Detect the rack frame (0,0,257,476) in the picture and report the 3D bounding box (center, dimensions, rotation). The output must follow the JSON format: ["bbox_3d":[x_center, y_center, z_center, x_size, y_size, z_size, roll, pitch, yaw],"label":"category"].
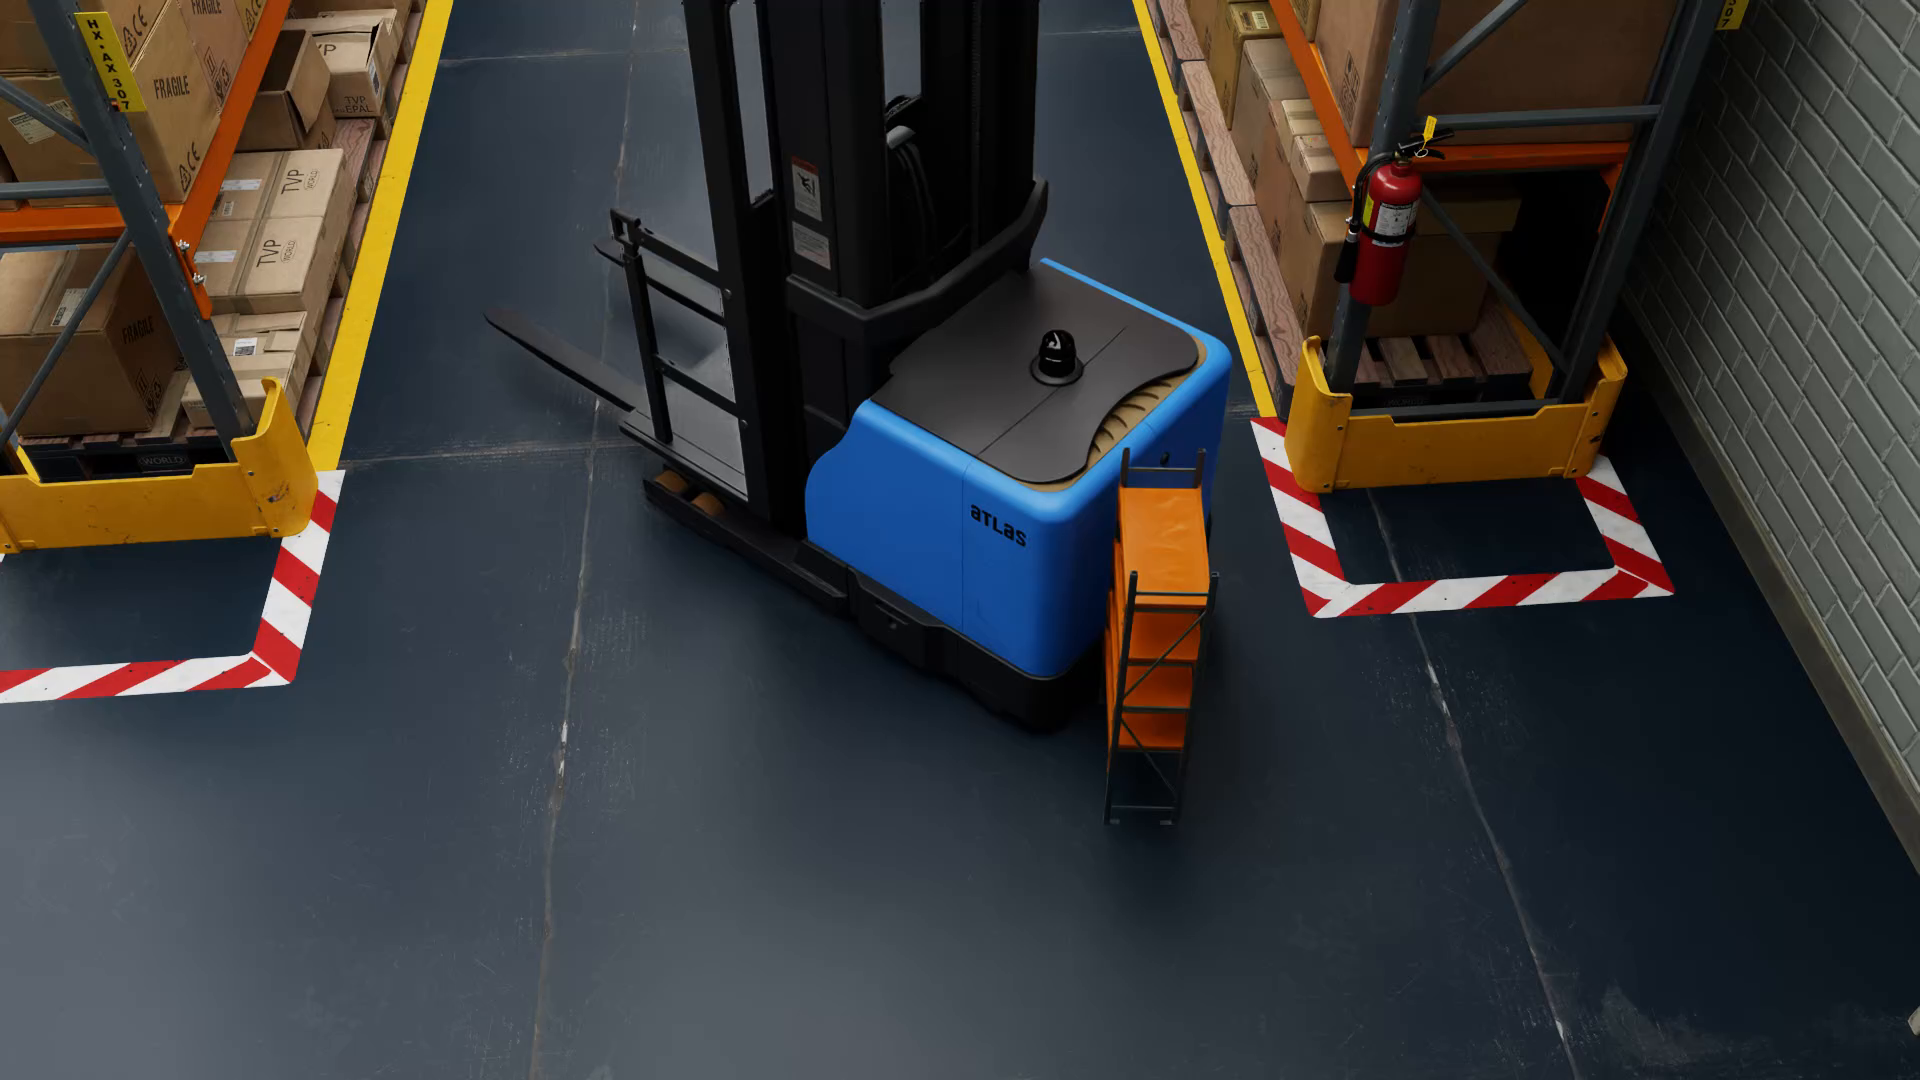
[{"bbox_3d":[-3.058,-1.081,5.208,1.000,3.000,0.127,-3,47,-3],"label":"rack frame"}]

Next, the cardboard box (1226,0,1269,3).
[{"bbox_3d":[1.394,-2.603,7.635,0.380,0.149,0.250,-5,47,-4],"label":"cardboard box"}]

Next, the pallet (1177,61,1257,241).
[{"bbox_3d":[1.634,-1.880,7.886,1.003,0.211,1.213,-3,47,-3],"label":"pallet"}]

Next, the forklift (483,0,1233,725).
[{"bbox_3d":[-0.569,-1.291,5.454,3.031,2.935,1.130,30,53,25],"label":"forklift"}]

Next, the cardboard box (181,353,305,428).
[{"bbox_3d":[-2.750,-0.576,6.390,0.380,0.149,0.250,-3,47,-3],"label":"cardboard box"}]

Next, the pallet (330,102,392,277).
[{"bbox_3d":[-3.231,-1.635,7.653,1.003,0.211,1.213,-3,47,-3],"label":"pallet"}]

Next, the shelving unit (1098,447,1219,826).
[{"bbox_3d":[0.589,0.326,5.115,0.258,1.200,0.503,1,47,1],"label":"shelving unit"}]

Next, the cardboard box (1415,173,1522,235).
[{"bbox_3d":[1.930,-1.315,6.415,0.380,0.149,0.250,-3,47,-3],"label":"cardboard box"}]

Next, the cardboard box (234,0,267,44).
[{"bbox_3d":[-2.920,-2.189,6.188,0.500,0.500,0.500,-4,47,-3],"label":"cardboard box"}]

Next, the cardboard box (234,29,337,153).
[{"bbox_3d":[-3.230,-1.909,7.408,0.797,0.503,0.637,-3,47,-3],"label":"cardboard box"}]

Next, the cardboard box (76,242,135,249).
[{"bbox_3d":[-3.398,-1.355,7.058,0.500,0.250,0.500,-3,47,-3],"label":"cardboard box"}]

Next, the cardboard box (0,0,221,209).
[{"bbox_3d":[-2.832,-1.453,5.491,0.500,0.500,0.500,-3,47,-2],"label":"cardboard box"}]

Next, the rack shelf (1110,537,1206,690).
[{"bbox_3d":[0.589,0.218,5.001,0.258,0.148,0.480,1,47,1],"label":"rack shelf"}]

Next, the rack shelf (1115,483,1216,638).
[{"bbox_3d":[0.589,0.056,4.830,0.258,0.148,0.480,1,47,1],"label":"rack shelf"}]

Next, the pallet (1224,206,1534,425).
[{"bbox_3d":[1.733,-1.000,7.052,1.003,0.211,1.213,-3,47,-3],"label":"pallet"}]

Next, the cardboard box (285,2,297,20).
[{"bbox_3d":[-3.573,-2.885,8.465,0.500,0.311,0.500,-3,47,-3],"label":"cardboard box"}]

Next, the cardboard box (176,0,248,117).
[{"bbox_3d":[-2.881,-1.826,5.844,0.500,0.500,0.500,-4,47,-4],"label":"cardboard box"}]

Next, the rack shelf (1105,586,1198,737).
[{"bbox_3d":[0.589,0.372,5.164,0.258,0.148,0.480,1,47,1],"label":"rack shelf"}]

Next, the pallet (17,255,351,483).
[{"bbox_3d":[-3.132,-0.754,6.819,1.003,0.211,1.213,-3,47,-3],"label":"pallet"}]

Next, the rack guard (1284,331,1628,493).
[{"bbox_3d":[1.880,-0.508,6.387,1.175,0.500,0.348,-3,47,-3],"label":"rack guard"}]

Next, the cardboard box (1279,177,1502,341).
[{"bbox_3d":[1.720,-1.170,6.725,0.700,0.500,0.500,-3,47,-3],"label":"cardboard box"}]

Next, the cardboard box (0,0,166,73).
[{"bbox_3d":[-2.832,-1.796,5.128,0.500,0.500,0.500,-2,47,-2],"label":"cardboard box"}]

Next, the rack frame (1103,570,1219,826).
[{"bbox_3d":[0.583,0.503,4.947,0.240,1.200,0.015,1,47,1],"label":"rack frame"}]

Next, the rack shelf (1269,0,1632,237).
[{"bbox_3d":[1.711,-2.585,7.127,1.077,0.370,4.000,-3,47,-3],"label":"rack shelf"}]

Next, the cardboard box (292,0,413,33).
[{"bbox_3d":[-3.062,-2.872,8.323,0.500,0.500,0.500,-3,47,-3],"label":"cardboard box"}]

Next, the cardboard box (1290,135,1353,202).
[{"bbox_3d":[1.528,-1.475,6.567,0.380,0.149,0.250,-4,47,-4],"label":"cardboard box"}]

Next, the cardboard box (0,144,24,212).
[{"bbox_3d":[-3.367,-1.423,5.463,0.500,0.500,0.500,-2,47,-2],"label":"cardboard box"}]

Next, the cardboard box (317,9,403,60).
[{"bbox_3d":[-2.971,-2.484,8.197,0.380,0.149,0.250,-3,47,-3],"label":"cardboard box"}]

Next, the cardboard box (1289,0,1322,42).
[{"bbox_3d":[1.753,-2.382,6.234,0.980,0.700,0.700,-4,47,-4],"label":"cardboard box"}]

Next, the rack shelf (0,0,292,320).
[{"bbox_3d":[-3.225,-2.281,6.840,1.077,0.370,4.000,-3,47,-3],"label":"rack shelf"}]

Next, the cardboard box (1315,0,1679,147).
[{"bbox_3d":[1.825,-1.856,5.736,0.980,0.700,0.700,-2,47,-1],"label":"cardboard box"}]

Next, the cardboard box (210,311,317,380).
[{"bbox_3d":[-2.771,-0.763,6.555,0.380,0.166,0.250,-3,47,-3],"label":"cardboard box"}]

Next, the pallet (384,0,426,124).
[{"bbox_3d":[-3.336,-2.519,8.491,1.003,0.211,1.213,-3,47,-3],"label":"pallet"}]

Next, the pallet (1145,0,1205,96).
[{"bbox_3d":[1.529,-2.765,8.723,1.003,0.211,1.213,-3,47,-3],"label":"pallet"}]

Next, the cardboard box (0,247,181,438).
[{"bbox_3d":[-3.349,-0.751,6.314,0.500,0.500,0.500,-3,47,-3],"label":"cardboard box"}]

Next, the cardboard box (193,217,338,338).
[{"bbox_3d":[-2.863,-1.059,6.778,0.500,0.250,0.500,-3,47,-3],"label":"cardboard box"}]

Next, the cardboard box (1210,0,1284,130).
[{"bbox_3d":[1.583,-2.281,7.777,0.700,0.500,0.500,-3,47,-2],"label":"cardboard box"}]

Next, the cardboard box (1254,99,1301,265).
[{"bbox_3d":[1.678,-1.532,7.068,0.700,0.500,0.500,-4,47,-3],"label":"cardboard box"}]

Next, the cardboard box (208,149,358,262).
[{"bbox_3d":[-2.904,-1.421,7.121,0.500,0.250,0.500,-3,47,-3],"label":"cardboard box"}]

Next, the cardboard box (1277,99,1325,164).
[{"bbox_3d":[1.505,-1.660,6.742,0.380,0.149,0.250,-2,47,-2],"label":"cardboard box"}]

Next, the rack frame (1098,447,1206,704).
[{"bbox_3d":[0.595,0.149,5.283,0.240,1.200,0.015,1,47,1],"label":"rack frame"}]

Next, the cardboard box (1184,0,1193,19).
[{"bbox_3d":[1.504,-3.017,8.473,0.700,0.500,0.500,-3,47,-3],"label":"cardboard box"}]

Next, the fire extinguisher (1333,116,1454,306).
[{"bbox_3d":[1.431,-1.093,5.529,0.296,0.674,0.183,-3,47,-3],"label":"fire extinguisher"}]

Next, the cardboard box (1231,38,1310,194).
[{"bbox_3d":[1.635,-1.896,7.412,0.700,0.500,0.500,-5,47,-5],"label":"cardboard box"}]

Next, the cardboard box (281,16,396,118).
[{"bbox_3d":[-3.000,-2.264,7.877,0.500,0.311,0.500,-3,47,-3],"label":"cardboard box"}]

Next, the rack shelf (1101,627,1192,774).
[{"bbox_3d":[0.589,0.509,5.308,0.258,0.148,0.480,1,47,1],"label":"rack shelf"}]

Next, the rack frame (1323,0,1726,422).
[{"bbox_3d":[1.878,-1.385,5.496,1.000,3.000,0.127,-3,47,-3],"label":"rack frame"}]

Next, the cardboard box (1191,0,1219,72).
[{"bbox_3d":[1.542,-2.653,8.129,0.700,0.500,0.500,-4,47,-4],"label":"cardboard box"}]

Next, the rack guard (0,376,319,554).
[{"bbox_3d":[-3.064,-0.277,6.168,1.175,0.500,0.348,-3,47,-3],"label":"rack guard"}]

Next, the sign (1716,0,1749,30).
[{"bbox_3d":[2.432,-1.739,5.180,0.100,0.325,0.005,-3,47,-3],"label":"sign"}]

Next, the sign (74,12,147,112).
[{"bbox_3d":[-2.517,-1.412,4.925,0.100,0.325,0.005,-3,47,-3],"label":"sign"}]
